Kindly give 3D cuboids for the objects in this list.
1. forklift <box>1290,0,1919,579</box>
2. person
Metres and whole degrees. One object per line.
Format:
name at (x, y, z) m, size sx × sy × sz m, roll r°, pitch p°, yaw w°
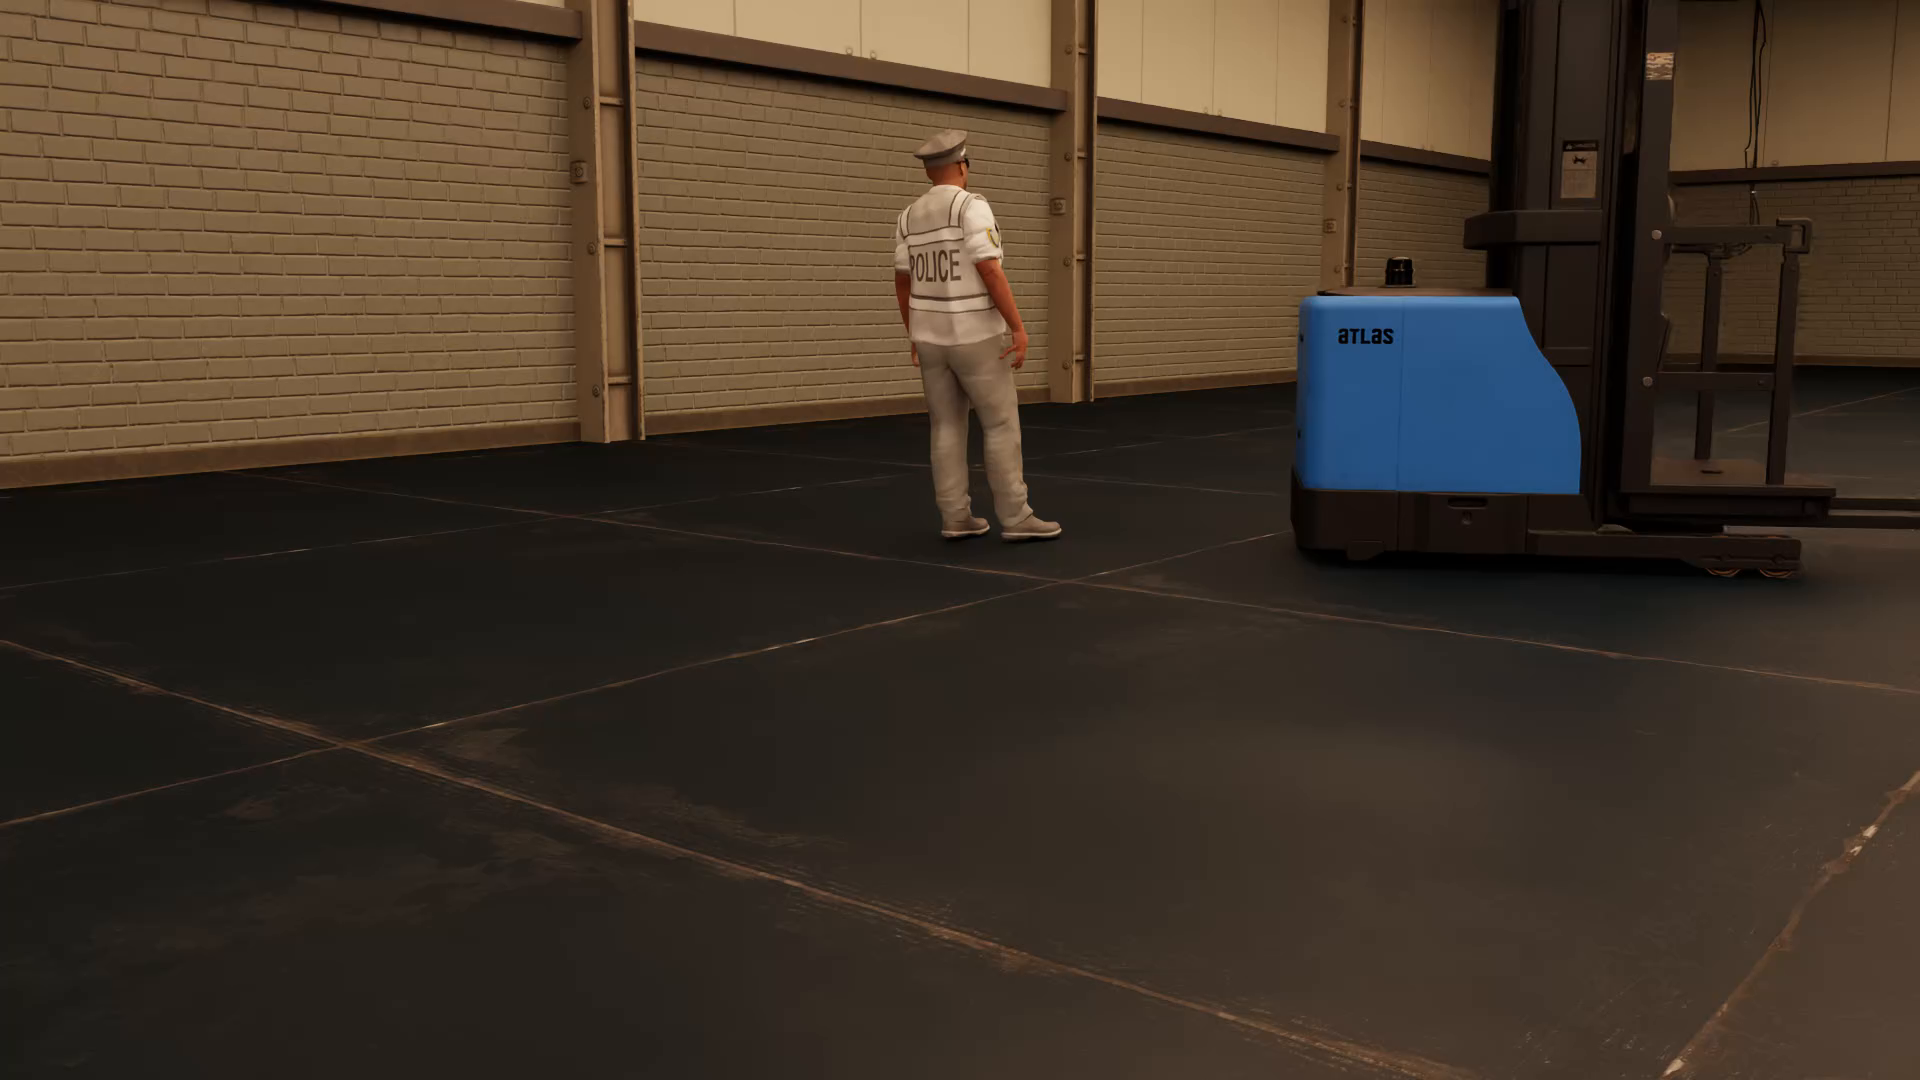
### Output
forklift at (2.938, -1.384, 6.738) m, size 3.031 × 2.935 × 1.130 m, roll 1°, pitch 8°, yaw 9°
person at (0.058, -0.897, 7.328) m, size 0.641 × 1.780 × 0.574 m, roll 7°, pitch 11°, yaw 38°
